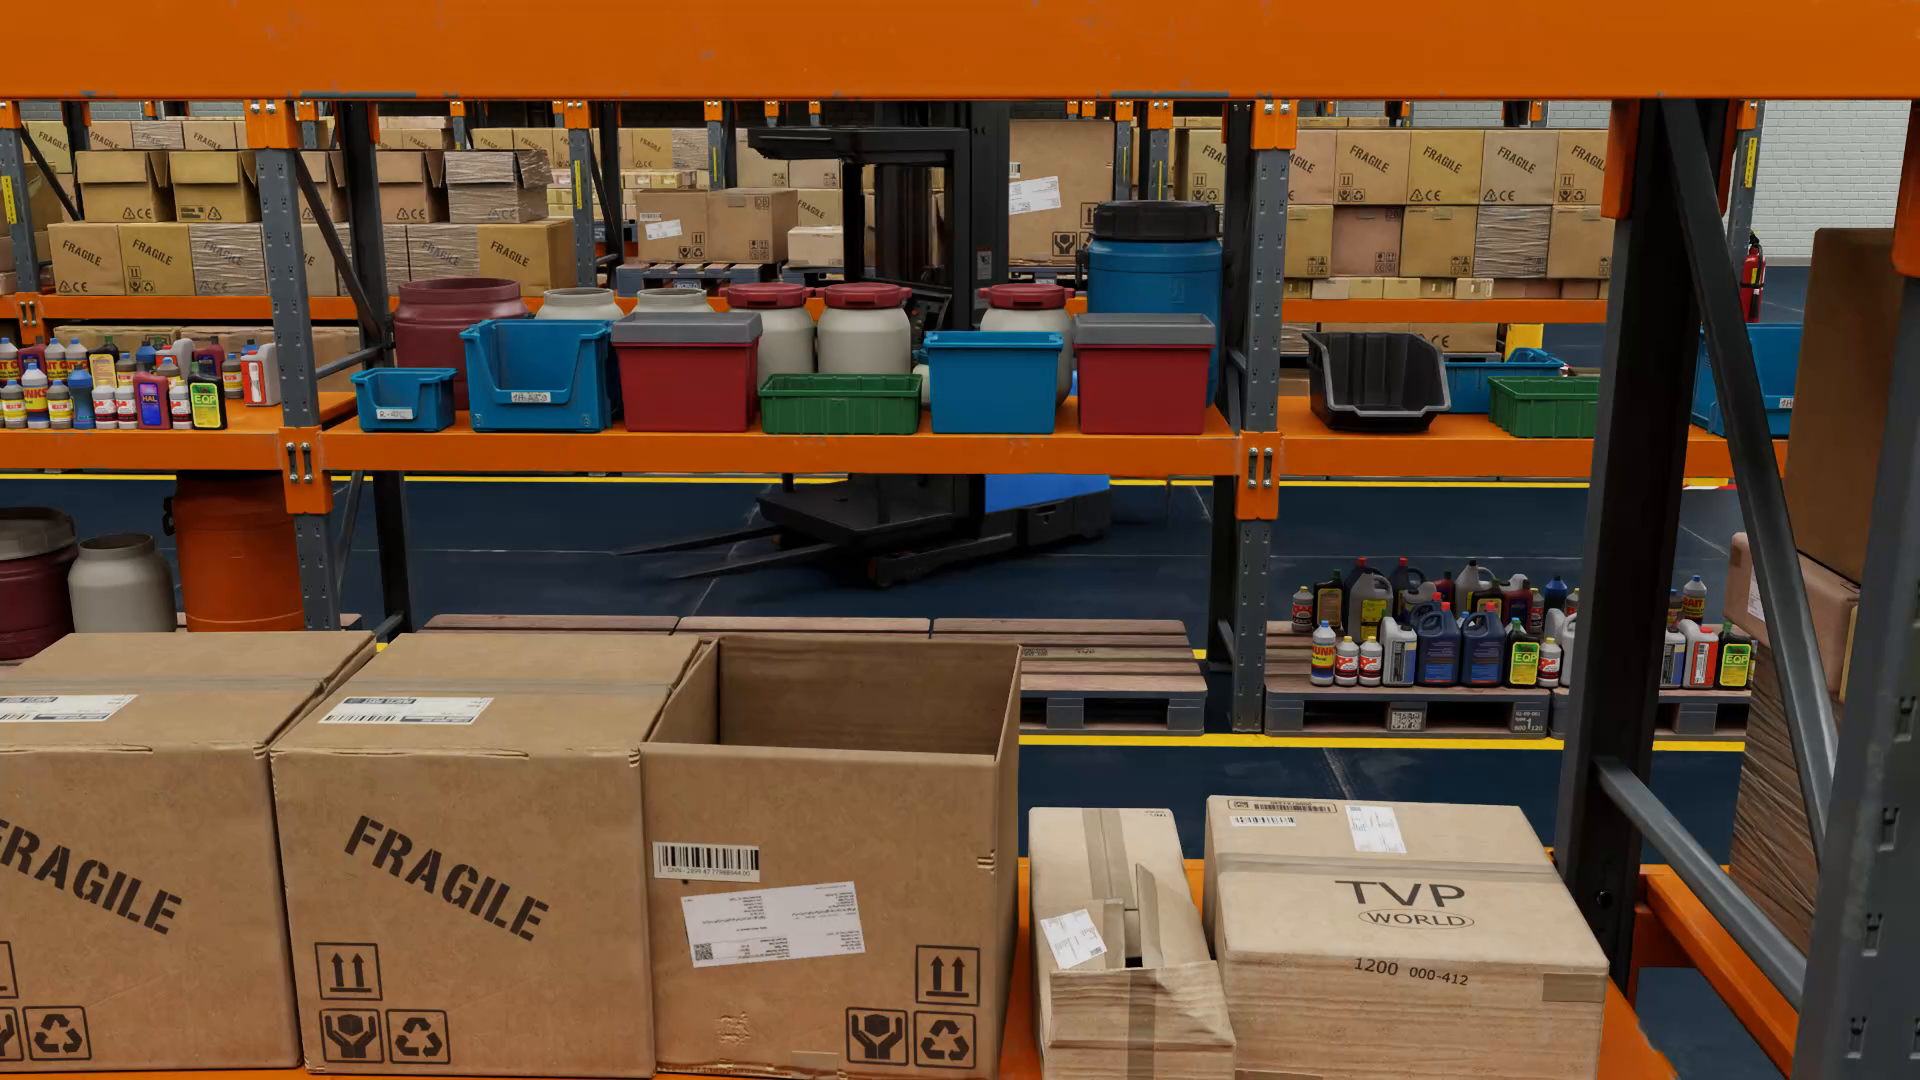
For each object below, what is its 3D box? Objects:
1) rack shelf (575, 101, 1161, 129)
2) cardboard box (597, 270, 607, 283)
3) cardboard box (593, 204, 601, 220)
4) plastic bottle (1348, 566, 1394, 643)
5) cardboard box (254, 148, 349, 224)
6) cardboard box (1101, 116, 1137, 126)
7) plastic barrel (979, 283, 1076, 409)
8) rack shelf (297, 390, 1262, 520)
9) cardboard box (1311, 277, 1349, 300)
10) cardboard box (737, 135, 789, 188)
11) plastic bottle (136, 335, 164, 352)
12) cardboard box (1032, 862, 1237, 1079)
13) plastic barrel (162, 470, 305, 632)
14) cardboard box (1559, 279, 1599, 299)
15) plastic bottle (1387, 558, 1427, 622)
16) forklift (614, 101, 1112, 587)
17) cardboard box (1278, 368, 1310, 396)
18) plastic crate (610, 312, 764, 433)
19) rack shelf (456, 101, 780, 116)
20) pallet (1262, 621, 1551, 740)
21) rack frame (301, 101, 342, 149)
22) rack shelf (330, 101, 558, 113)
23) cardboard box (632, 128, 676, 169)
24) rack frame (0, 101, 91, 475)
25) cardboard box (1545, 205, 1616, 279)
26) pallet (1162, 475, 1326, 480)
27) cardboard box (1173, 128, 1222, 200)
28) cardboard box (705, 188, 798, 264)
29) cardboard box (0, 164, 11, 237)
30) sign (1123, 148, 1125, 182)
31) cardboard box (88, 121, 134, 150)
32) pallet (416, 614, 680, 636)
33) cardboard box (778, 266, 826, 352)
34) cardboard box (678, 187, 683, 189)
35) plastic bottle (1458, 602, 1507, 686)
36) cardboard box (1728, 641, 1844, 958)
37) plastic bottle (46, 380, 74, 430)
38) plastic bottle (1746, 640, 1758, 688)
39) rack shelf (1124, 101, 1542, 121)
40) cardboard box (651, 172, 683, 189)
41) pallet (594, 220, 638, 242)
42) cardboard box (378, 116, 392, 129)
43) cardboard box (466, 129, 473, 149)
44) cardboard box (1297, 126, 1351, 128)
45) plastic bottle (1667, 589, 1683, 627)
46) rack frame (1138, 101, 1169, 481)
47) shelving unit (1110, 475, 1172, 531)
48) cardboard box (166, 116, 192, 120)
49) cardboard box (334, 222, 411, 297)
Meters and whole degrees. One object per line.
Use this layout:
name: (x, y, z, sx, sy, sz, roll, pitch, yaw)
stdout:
rack shelf: (-0.622, -3.120, 11.817, 4.000, 0.370, 1.077, 0, 15, 1)
cardboard box: (-3.589, -2.590, 16.884, 0.500, 0.250, 0.500, 1, 15, 2)
cardboard box: (-3.653, -3.269, 16.519, 0.250, 0.149, 0.380, 0, 15, 1)
plastic bottle: (1.898, 0.294, 7.676, 0.185, 0.351, 0.144, 0, 15, 1)
cardboard box: (-4.674, -2.581, 12.079, 0.637, 0.503, 0.797, 1, 15, 3)
cardboard box: (2.065, -5.149, 21.239, 0.500, 0.500, 0.700, 0, 15, 1)
plastic barrel: (0.300, -0.870, 7.489, 0.433, 0.535, 0.433, 0, 15, 0)
rack shelf: (-0.748, -0.407, 7.412, 4.000, 0.370, 1.077, 0, 15, 1)
cardboard box: (2.584, -1.794, 11.753, 0.250, 0.149, 0.380, 0, 15, 1)
cardboard box: (-1.945, -3.821, 16.788, 0.500, 0.500, 0.700, 0, 15, 1)
plastic bottle: (-3.767, -0.812, 7.767, 0.133, 0.283, 0.061, 0, 15, 1)
cardboard box: (0.237, 0.628, 2.345, 0.258, 0.266, 0.396, 0, 15, 0)
plastic barrel: (-3.237, 0.080, 7.589, 0.708, 0.830, 0.600, 0, 15, 1)
cardboard box: (4.335, -1.802, 11.784, 0.250, 0.149, 0.380, 0, 15, 1)
plastic bottle: (2.094, 0.258, 7.811, 0.185, 0.351, 0.144, 0, 15, -1)
forklift: (-0.525, -1.305, 9.540, 3.031, 2.935, 1.130, -11, 19, -37)
cardboard box: (2.349, -0.985, 12.269, 0.500, 0.500, 0.500, 5, 16, 19)
plastic crate: (-1.140, -0.710, 7.026, 0.583, 0.464, 0.402, 0, 15, 1)
rack shelf: (-4.368, -5.674, 21.495, 4.000, 0.370, 1.077, 0, 15, 1)
pallet: (1.921, 0.622, 7.570, 1.213, 0.211, 1.003, 0, 15, 1)
rack frame: (-6.392, -3.321, 17.048, 0.127, 3.000, 1.000, 0, 15, 1)
rack shelf: (-8.243, -6.966, 26.392, 4.000, 0.370, 1.077, 0, 15, 1)
cardboard box: (-3.901, -5.033, 21.379, 0.500, 0.500, 0.500, 0, 15, 1)
rack frame: (-6.620, -2.057, 12.256, 0.127, 3.000, 1.000, 0, 15, 1)
cardboard box: (4.324, -2.154, 11.846, 0.500, 0.500, 0.875, 0, 15, 1)
pallet: (2.050, -0.661, 12.432, 1.213, 0.211, 1.003, 0, 15, 1)
cardboard box: (1.834, -2.748, 12.135, 0.500, 0.500, 0.500, 0, 15, 1)
cardboard box: (-1.520, -2.311, 12.199, 0.500, 0.500, 0.700, 3, 15, 10)
cardboard box: (-7.086, -2.426, 11.895, 0.500, 0.500, 0.500, 1, 15, 3)
sign: (1.601, -3.652, 16.188, 0.005, 0.325, 0.100, 0, 15, 1)
cardboard box: (-8.415, -3.939, 16.651, 0.500, 0.500, 0.500, 0, 15, 0)
pallet: (-1.974, 0.596, 7.669, 1.213, 0.211, 1.003, 0, 15, 1)
cardboard box: (-1.787, -2.383, 17.081, 0.750, 0.750, 1.050, 0, 15, 1)
cardboard box: (-2.899, -3.408, 16.462, 0.250, 0.149, 0.380, 1, 15, 3)
plastic bottle: (2.236, 0.439, 7.127, 0.185, 0.351, 0.144, 0, 15, -1)
cardboard box: (1.564, 0.474, 2.466, 0.500, 0.500, 0.700, 0, 15, 0)
plastic bottle: (-3.801, -0.574, 7.026, 0.097, 0.201, 0.097, 0, 15, 0)
plastic bottle: (3.402, 0.525, 7.095, 0.097, 0.201, 0.097, 0, 15, 0)
rack shelf: (3.604, -4.358, 16.510, 4.000, 0.370, 1.077, 0, 15, 1)
cardboard box: (-2.895, -3.551, 16.421, 0.250, 0.149, 0.380, 0, 15, -1)
pallet: (-3.109, -3.180, 16.888, 1.003, 0.211, 1.213, 0, 15, 1)
cardboard box: (-7.446, -5.381, 21.428, 0.250, 0.149, 0.380, 0, 15, 1)
cardboard box: (-7.726, -6.361, 26.813, 0.500, 0.500, 0.500, 0, 15, 0)
cardboard box: (3.592, -3.838, 16.598, 0.500, 0.550, 0.875, 0, 15, 1)
plastic bottle: (3.342, 0.333, 7.822, 0.097, 0.201, 0.097, 0, 15, 0)
rack frame: (1.377, -2.005, 12.059, 0.127, 3.000, 1.000, 0, 15, 1)
shelving unit: (1.097, -0.682, 10.571, 0.503, 1.200, 0.258, 3, 15, 10)
cardboard box: (-10.018, -5.383, 21.434, 0.250, 0.149, 0.380, 1, 15, 3)
cardboard box: (-4.138, -2.026, 11.945, 0.500, 0.500, 0.500, 0, 15, 0)
